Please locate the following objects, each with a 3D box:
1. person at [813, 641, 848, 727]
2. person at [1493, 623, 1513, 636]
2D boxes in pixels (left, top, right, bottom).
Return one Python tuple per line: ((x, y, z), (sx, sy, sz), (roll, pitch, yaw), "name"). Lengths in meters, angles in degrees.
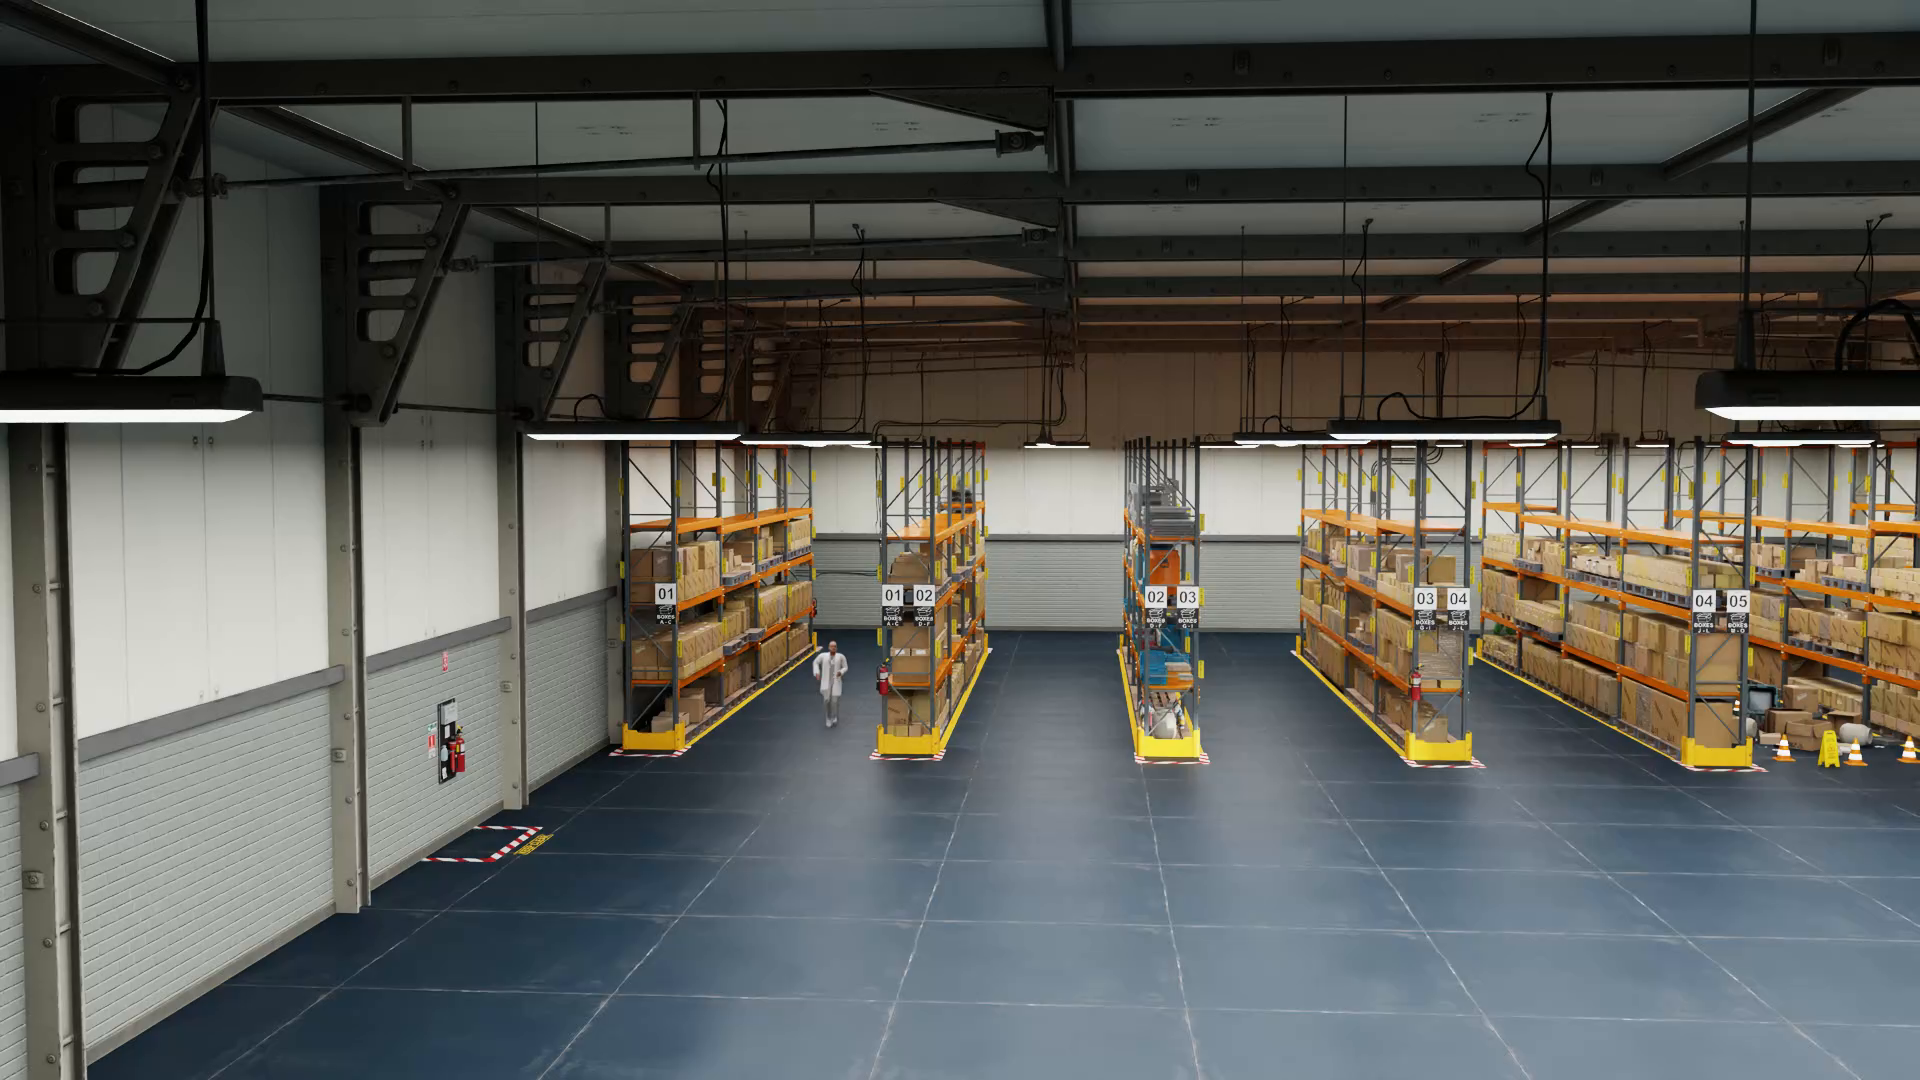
((-2.685, 3.007, 34.648), (0.711, 1.789, 0.775), (0, 3, -9), "person")
((15.475, 2.299, 47.234), (0.876, 1.844, 0.643), (0, 3, -7), "person")
